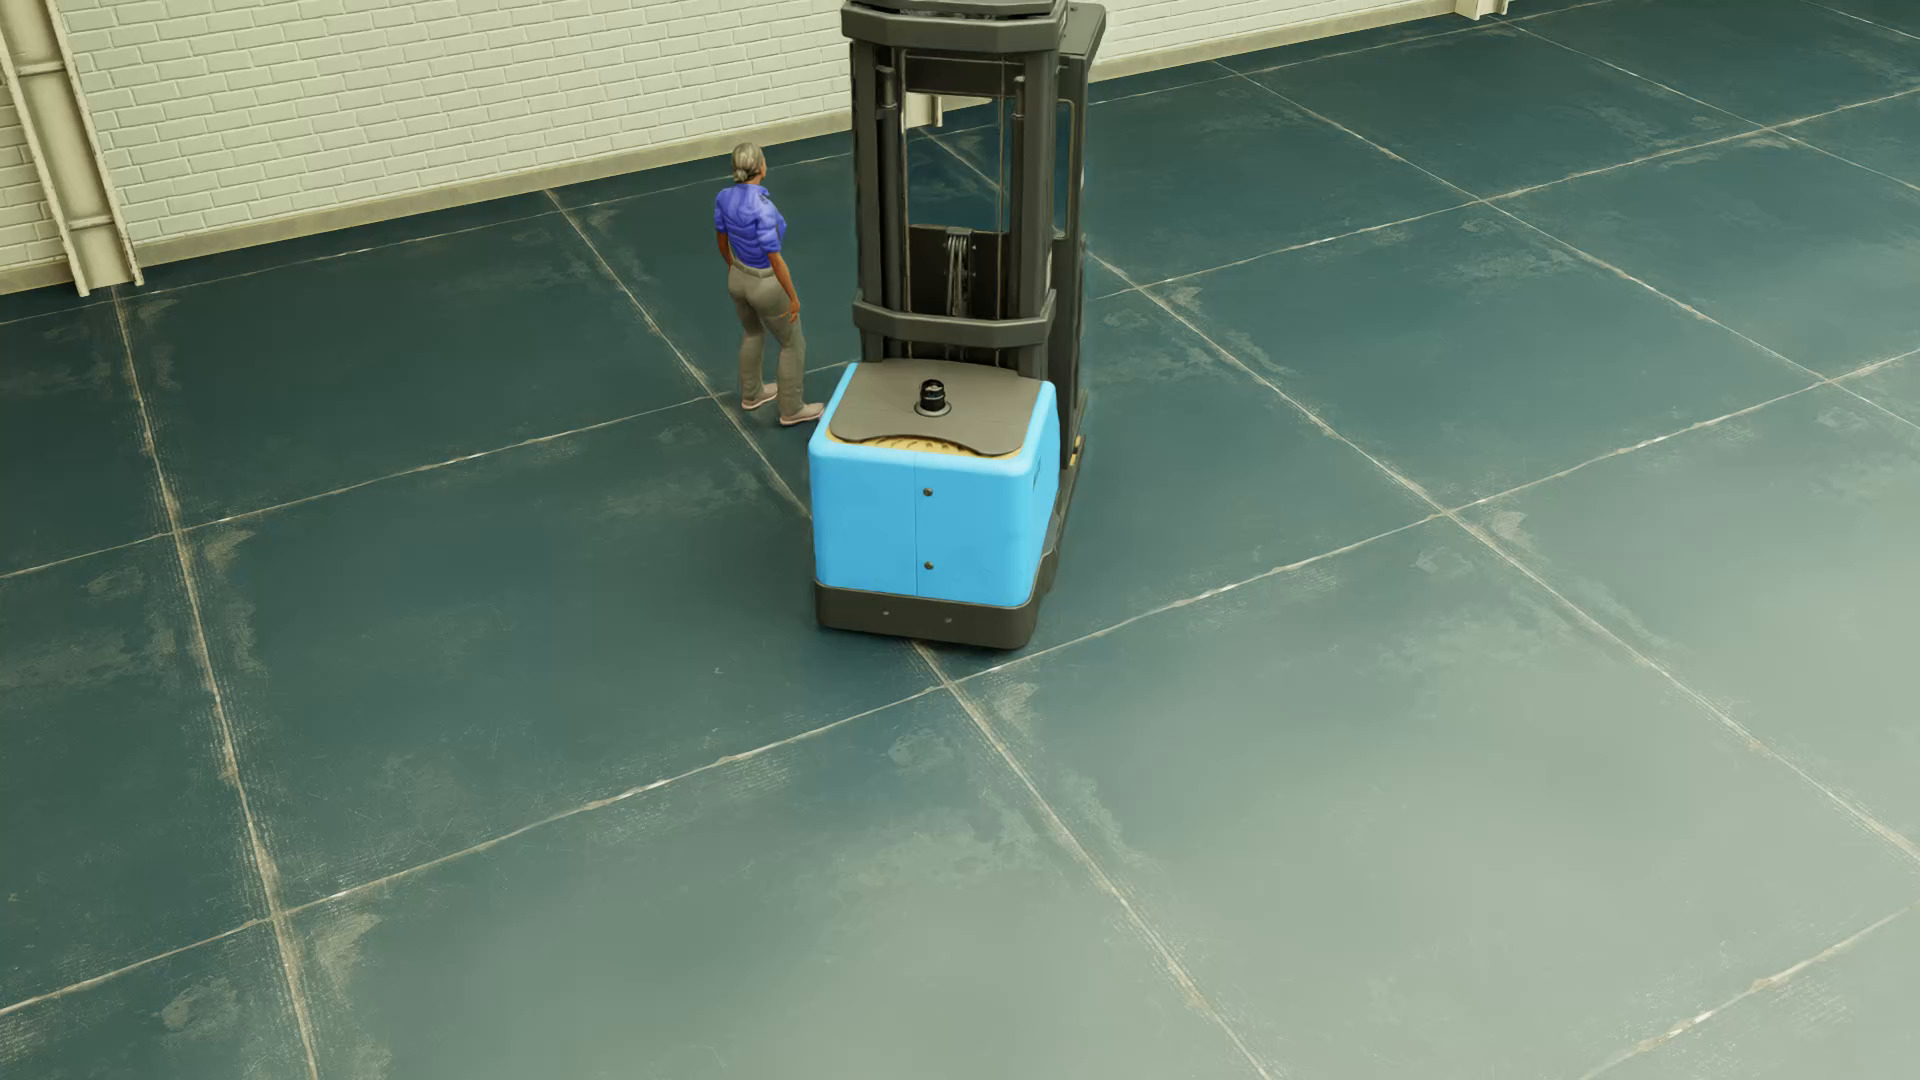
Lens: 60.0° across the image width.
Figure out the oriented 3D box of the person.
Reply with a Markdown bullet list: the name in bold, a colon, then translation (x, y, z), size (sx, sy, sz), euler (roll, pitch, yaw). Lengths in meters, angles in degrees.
- **person**: translation (-1.083, -1.432, 9.257), size (0.592, 1.654, 0.393), euler (27, 43, 32)

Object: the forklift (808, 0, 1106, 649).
- **forklift**: translation (0.086, -1.531, 8.288), size (1.130, 2.935, 3.031), euler (6, 36, 9)
